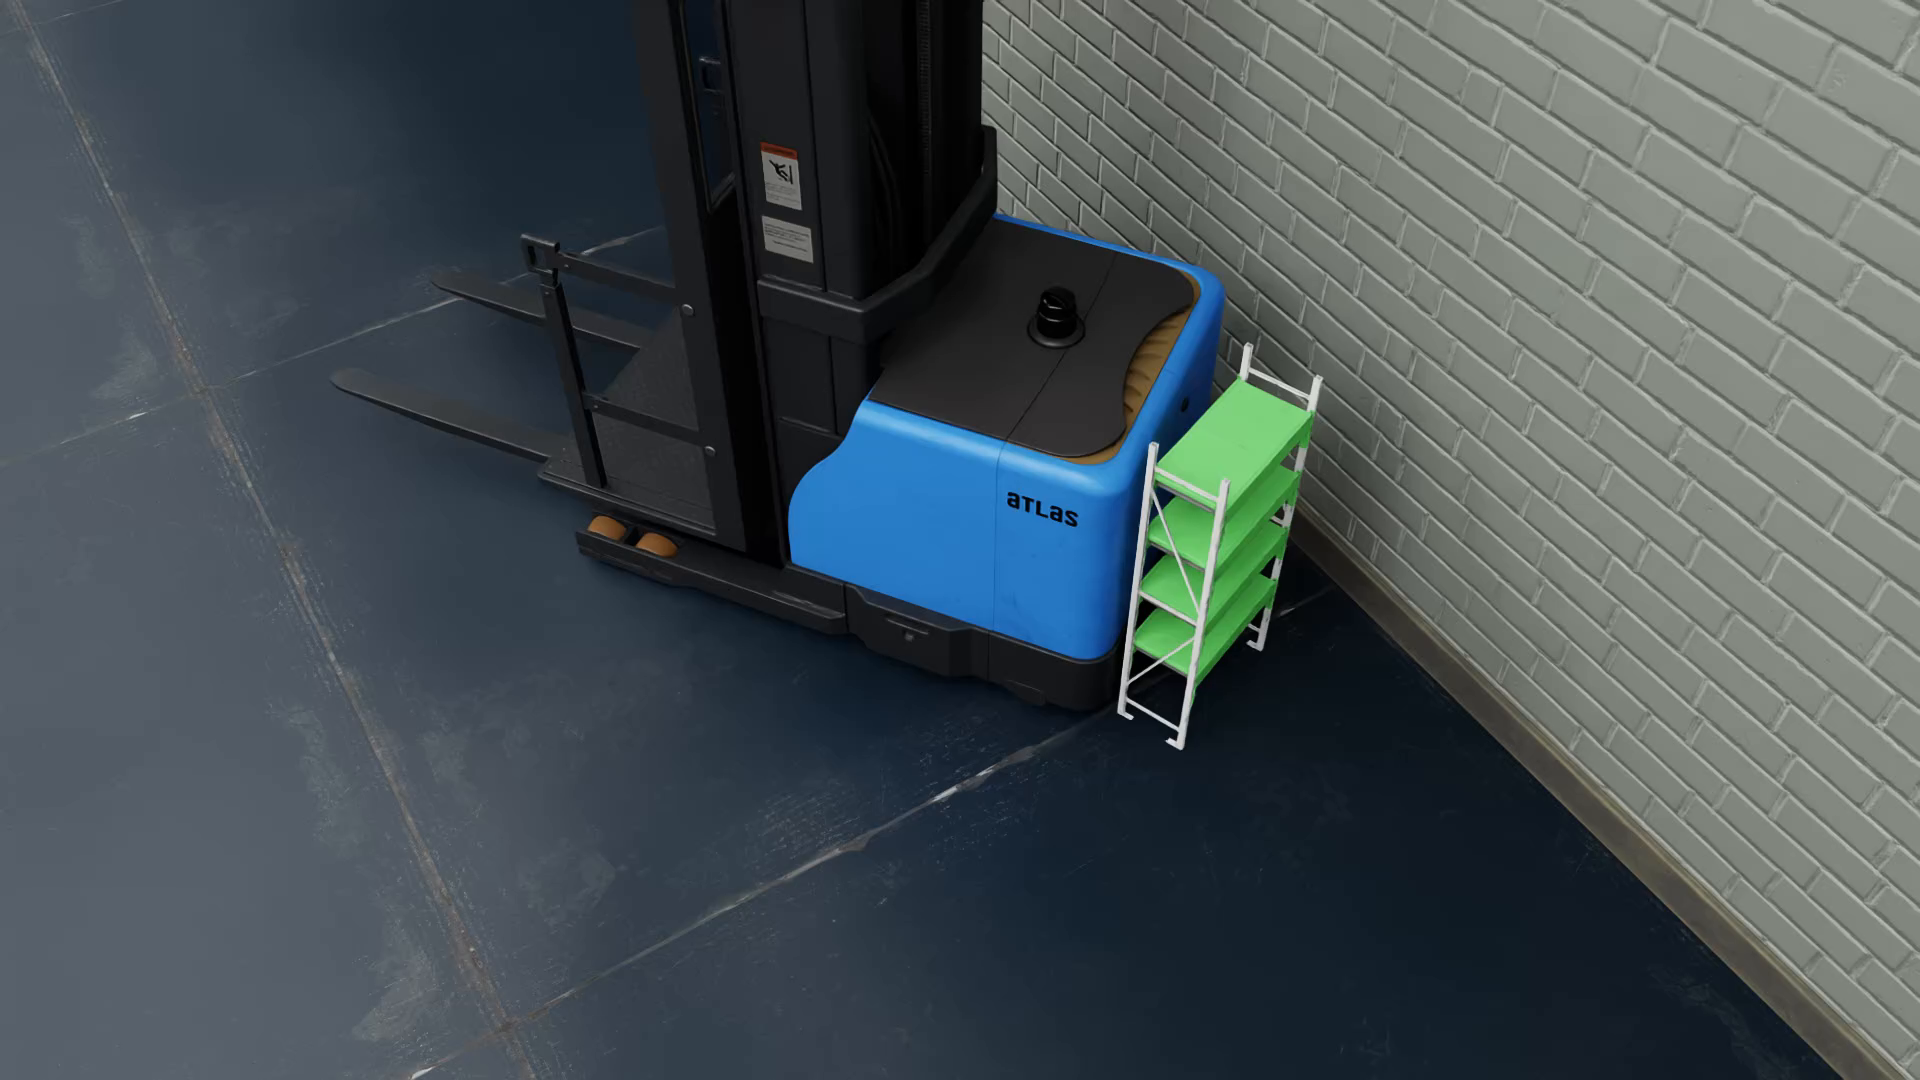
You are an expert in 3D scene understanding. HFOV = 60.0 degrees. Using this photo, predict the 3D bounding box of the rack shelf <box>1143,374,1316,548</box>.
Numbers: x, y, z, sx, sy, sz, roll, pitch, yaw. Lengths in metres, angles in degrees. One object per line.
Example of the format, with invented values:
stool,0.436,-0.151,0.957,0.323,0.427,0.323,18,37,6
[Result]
rack shelf,0.744,-0.225,4.590,0.258,0.148,0.480,29,55,24

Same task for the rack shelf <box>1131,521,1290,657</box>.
rack shelf,0.744,0.094,4.948,0.258,0.148,0.480,29,55,24

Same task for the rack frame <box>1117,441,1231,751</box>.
rack frame,0.597,0.197,4.771,0.240,1.200,0.015,29,55,24

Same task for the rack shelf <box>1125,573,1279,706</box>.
rack shelf,0.744,0.254,5.127,0.258,0.148,0.480,29,55,24

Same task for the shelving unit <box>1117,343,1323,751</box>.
shelving unit,0.744,0.052,4.900,0.258,1.200,0.503,29,55,24

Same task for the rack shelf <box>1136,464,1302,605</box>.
rack shelf,0.744,-0.065,4.769,0.258,0.148,0.480,29,55,24

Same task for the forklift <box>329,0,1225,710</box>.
forklift,-0.745,-1.180,4.838,3.031,2.935,1.130,18,51,15

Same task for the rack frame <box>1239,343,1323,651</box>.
rack frame,0.892,-0.093,5.030,0.240,1.200,0.015,29,55,24
